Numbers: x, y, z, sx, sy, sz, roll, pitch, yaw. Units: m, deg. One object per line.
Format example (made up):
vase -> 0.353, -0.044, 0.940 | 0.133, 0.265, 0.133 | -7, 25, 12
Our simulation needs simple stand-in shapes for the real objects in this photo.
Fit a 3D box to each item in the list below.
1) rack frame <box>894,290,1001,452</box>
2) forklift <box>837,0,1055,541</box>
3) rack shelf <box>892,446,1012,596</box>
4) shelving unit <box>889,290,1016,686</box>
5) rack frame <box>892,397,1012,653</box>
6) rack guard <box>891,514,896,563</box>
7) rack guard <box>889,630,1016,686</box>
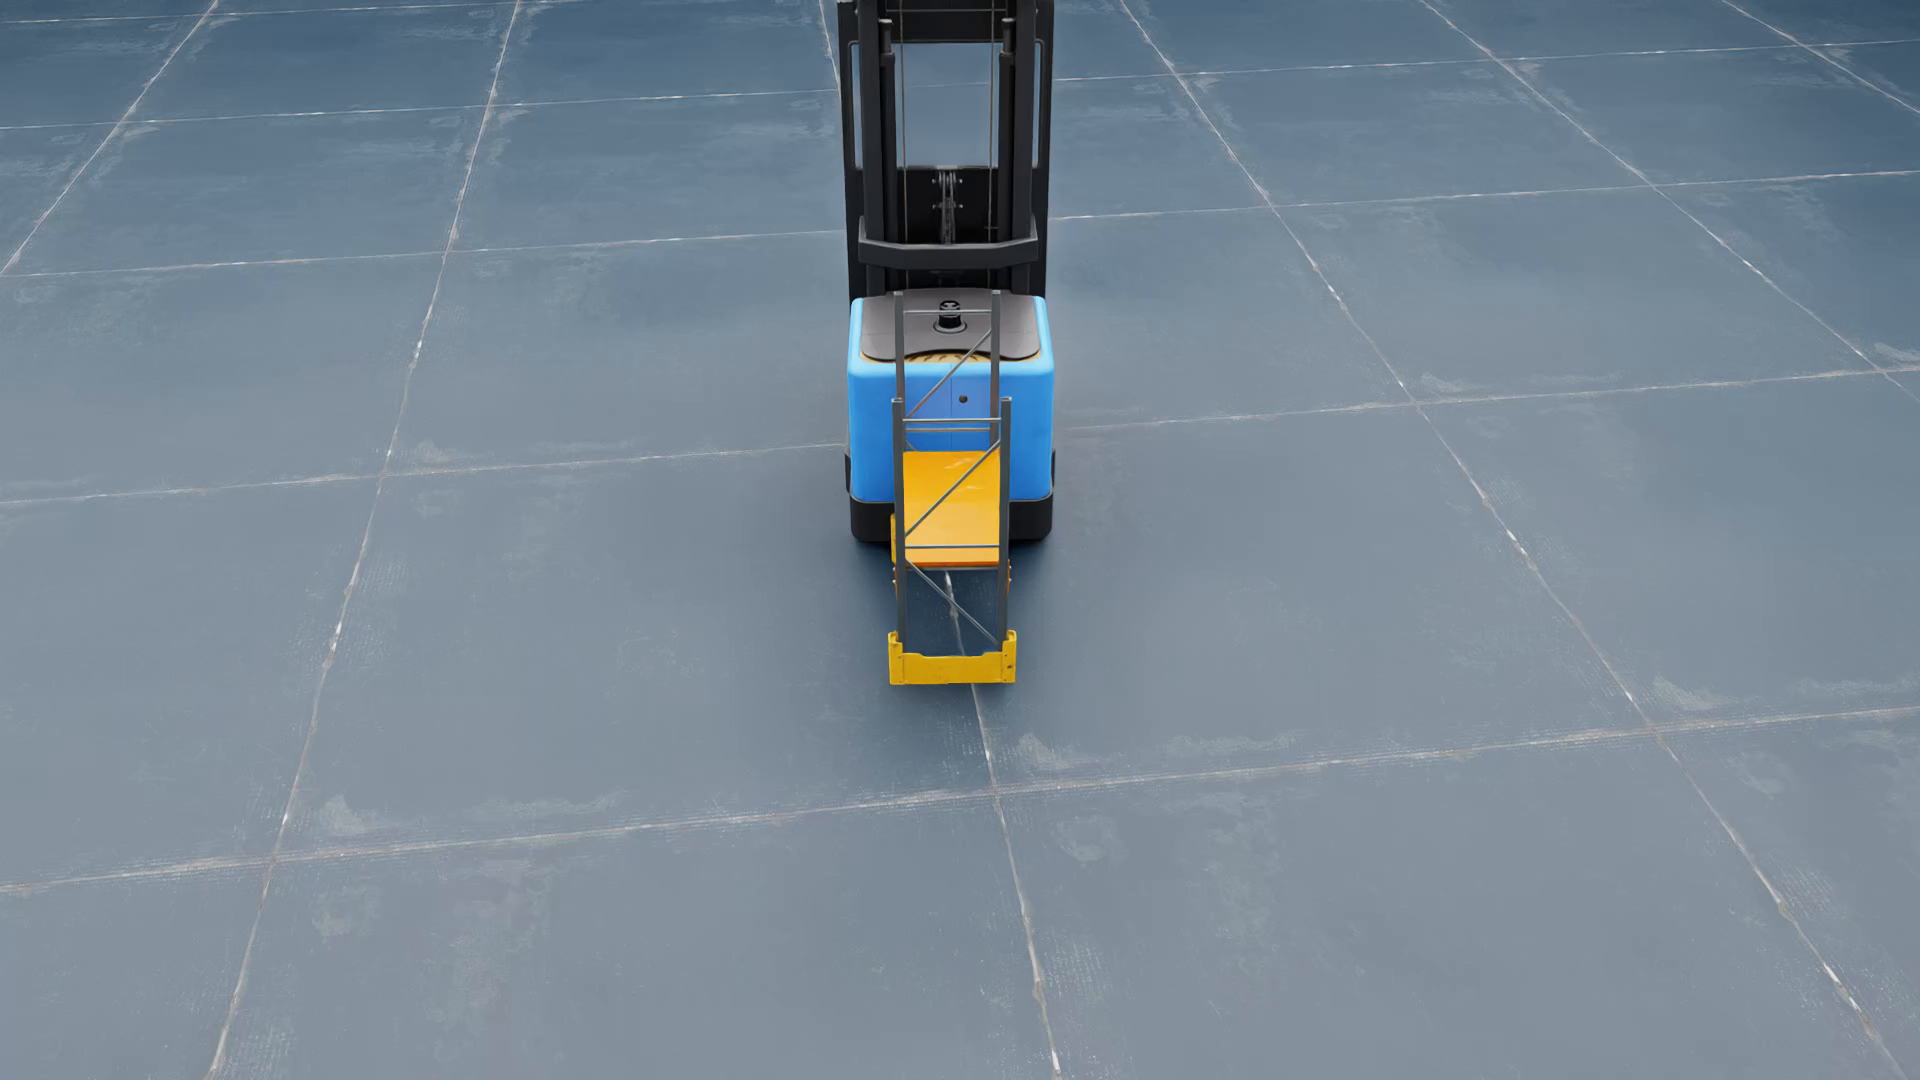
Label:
rack frame -> -0.059, -0.540, 8.211 | 0.500, 1.500, 0.032 | -1, 34, -1
forklift -> -0.077, -2.002, 9.085 | 1.130, 2.935, 3.031 | -1, 34, -1
rack shelf -> -0.047, -0.105, 7.892 | 0.538, 0.185, 1.000 | -1, 34, -1
shelving unit -> -0.047, -0.249, 7.783 | 0.587, 1.500, 1.083 | -1, 34, -1
rack frame -> -0.035, 0.032, 7.371 | 0.500, 1.500, 0.032 | -1, 34, -1
rack guard -> -0.059, -0.013, 8.547 | 0.587, 0.250, 0.087 | -1, 34, -1
rack guard -> -0.035, 0.548, 7.724 | 0.587, 0.250, 0.087 | -1, 34, -1
